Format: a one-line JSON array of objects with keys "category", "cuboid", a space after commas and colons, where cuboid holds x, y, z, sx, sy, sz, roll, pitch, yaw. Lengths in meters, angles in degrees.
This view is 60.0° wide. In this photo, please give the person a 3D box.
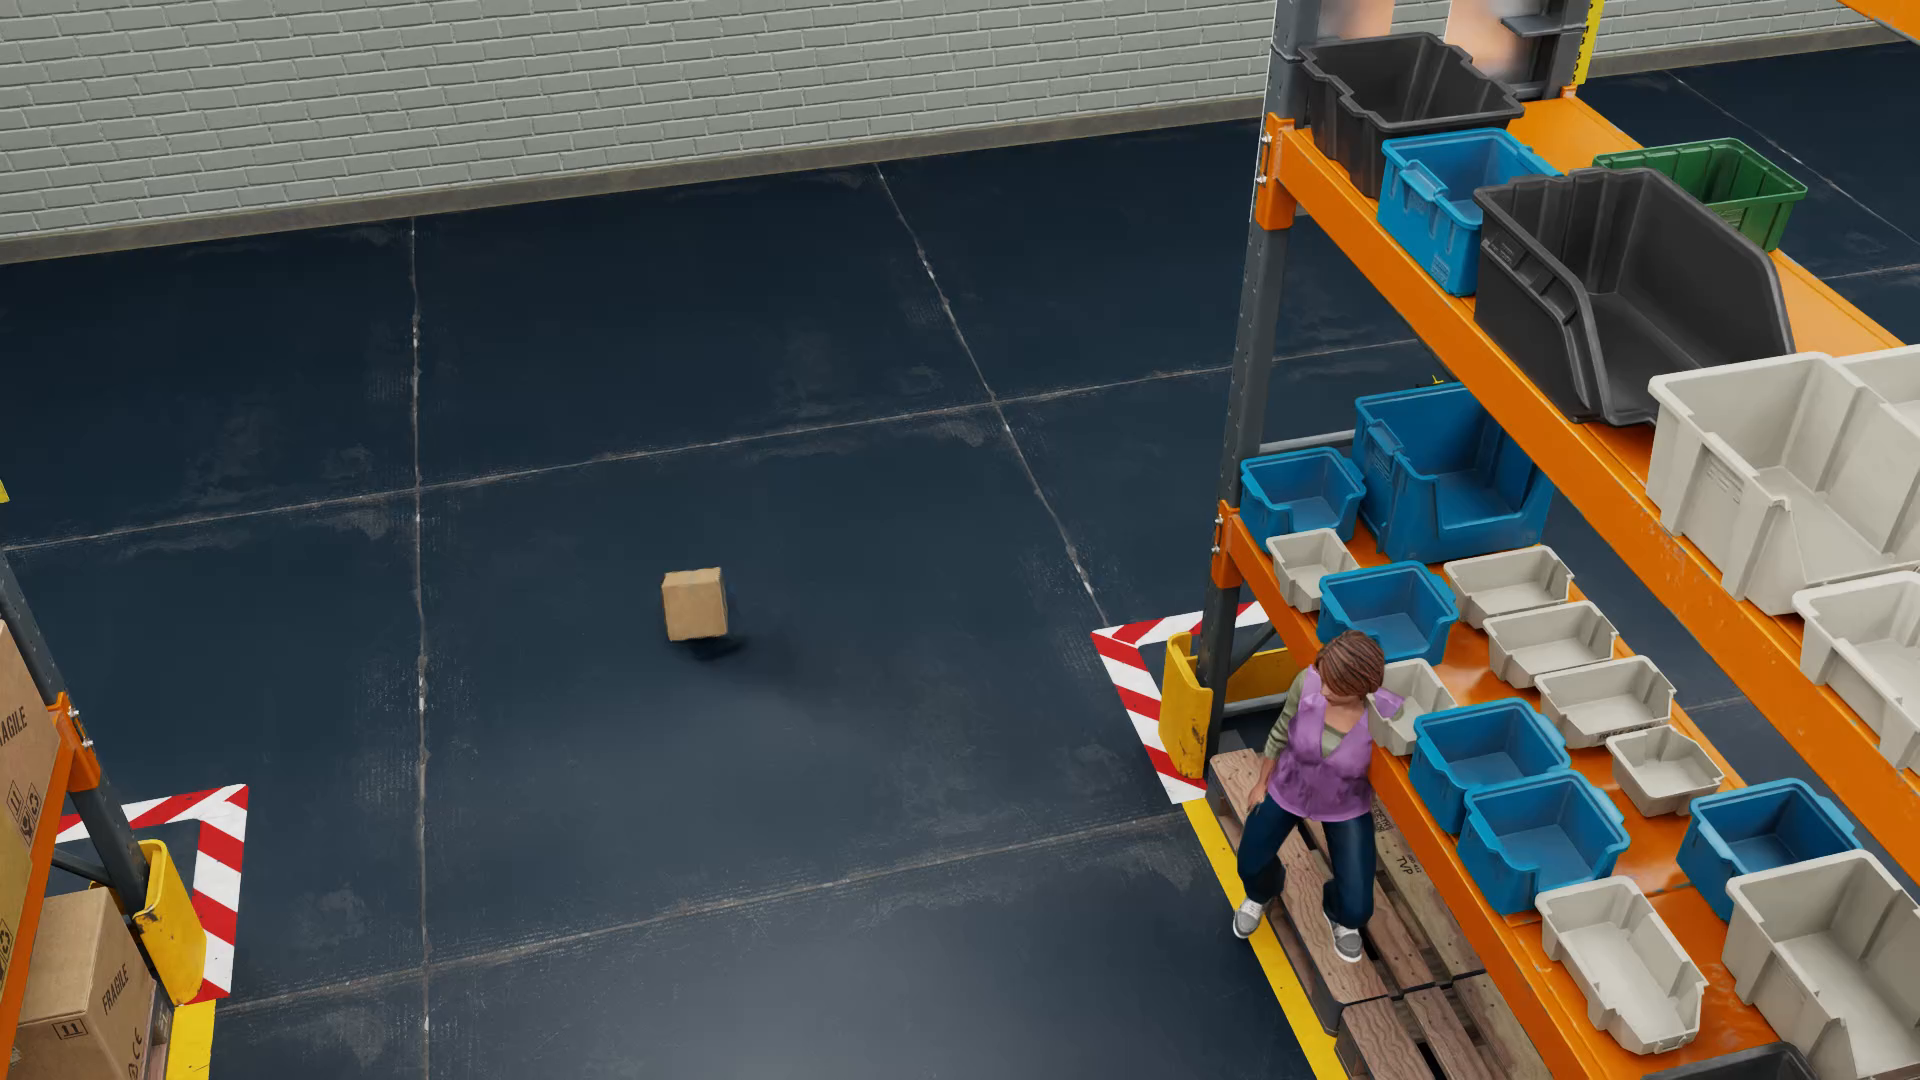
[{"category": "person", "cuboid": [1.206, 0.888, 5.535, 0.492, 1.579, 0.447, 15, 41, 18]}]
